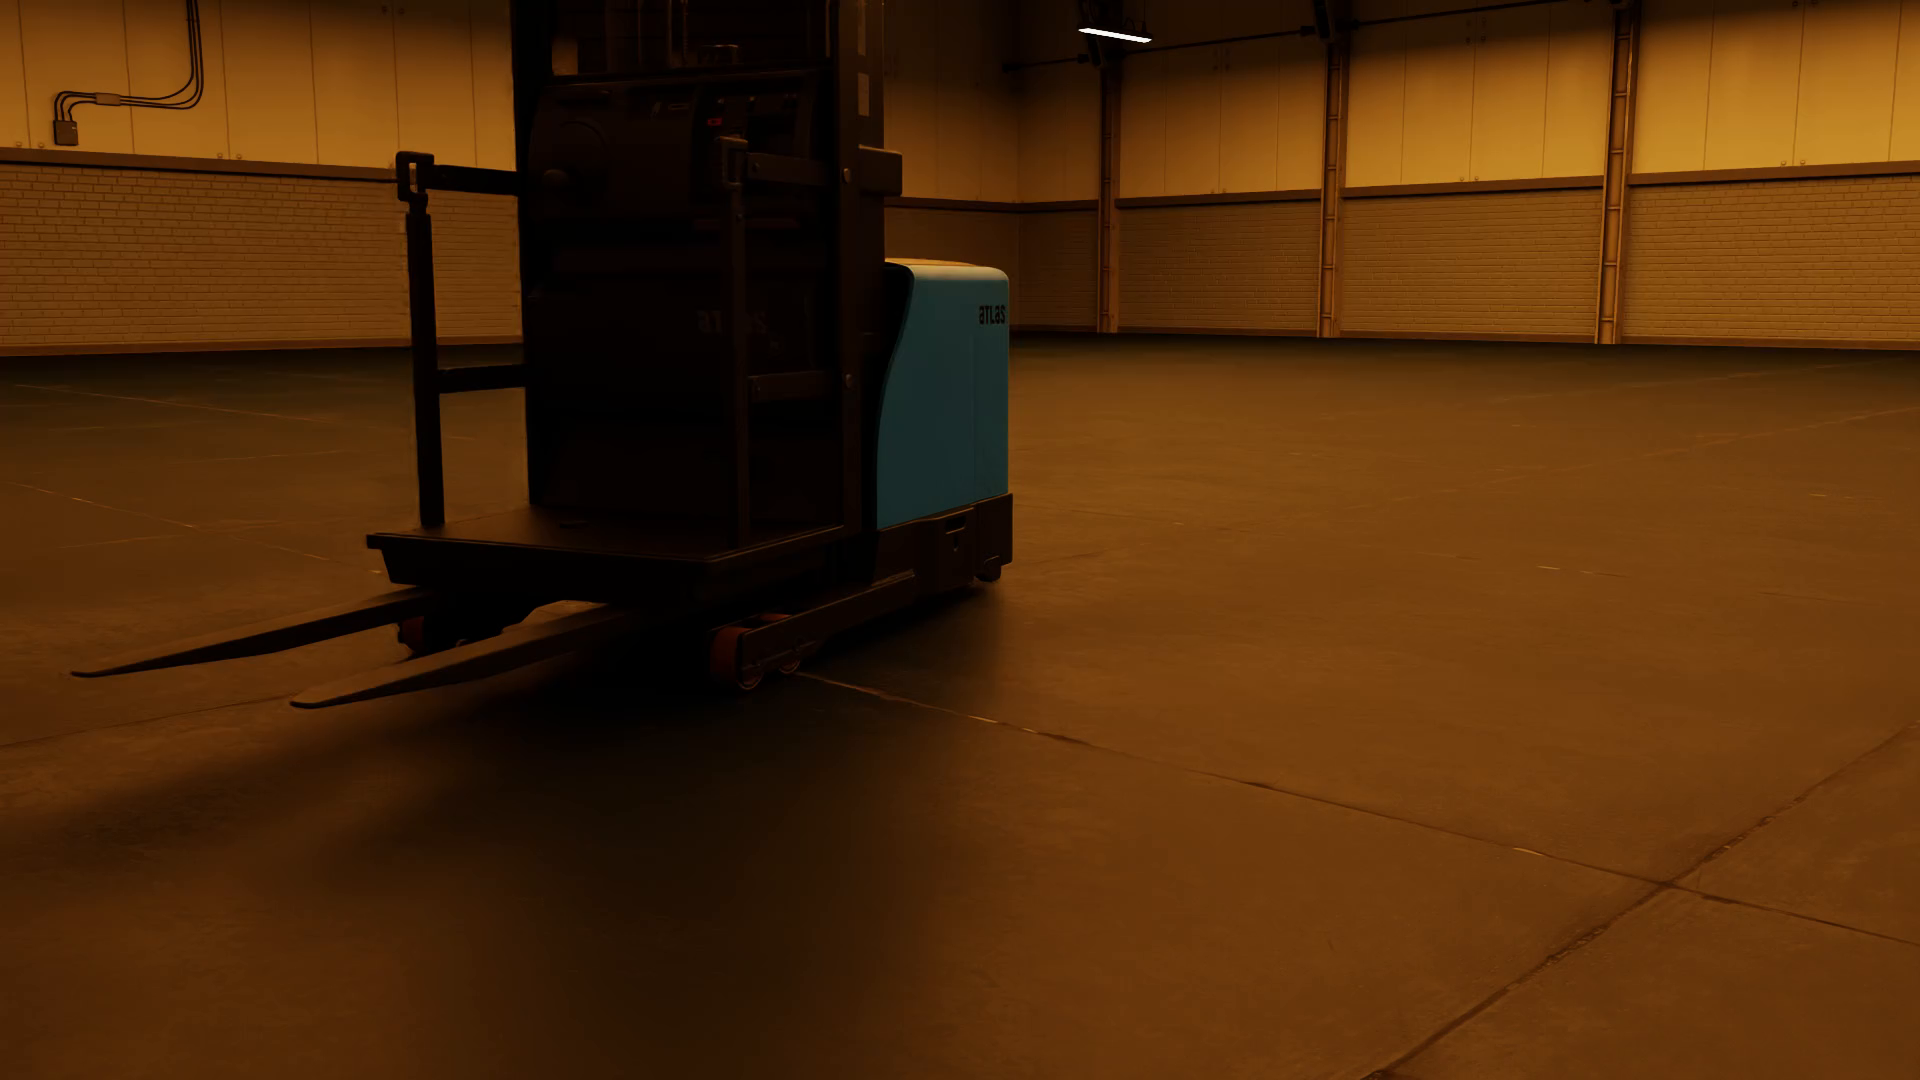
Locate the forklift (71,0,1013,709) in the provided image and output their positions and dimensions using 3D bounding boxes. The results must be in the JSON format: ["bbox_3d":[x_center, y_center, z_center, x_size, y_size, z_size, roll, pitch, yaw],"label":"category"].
[{"bbox_3d":[-0.894,-1.141,4.453,1.130,2.935,3.031,4,9,24],"label":"forklift"}]
